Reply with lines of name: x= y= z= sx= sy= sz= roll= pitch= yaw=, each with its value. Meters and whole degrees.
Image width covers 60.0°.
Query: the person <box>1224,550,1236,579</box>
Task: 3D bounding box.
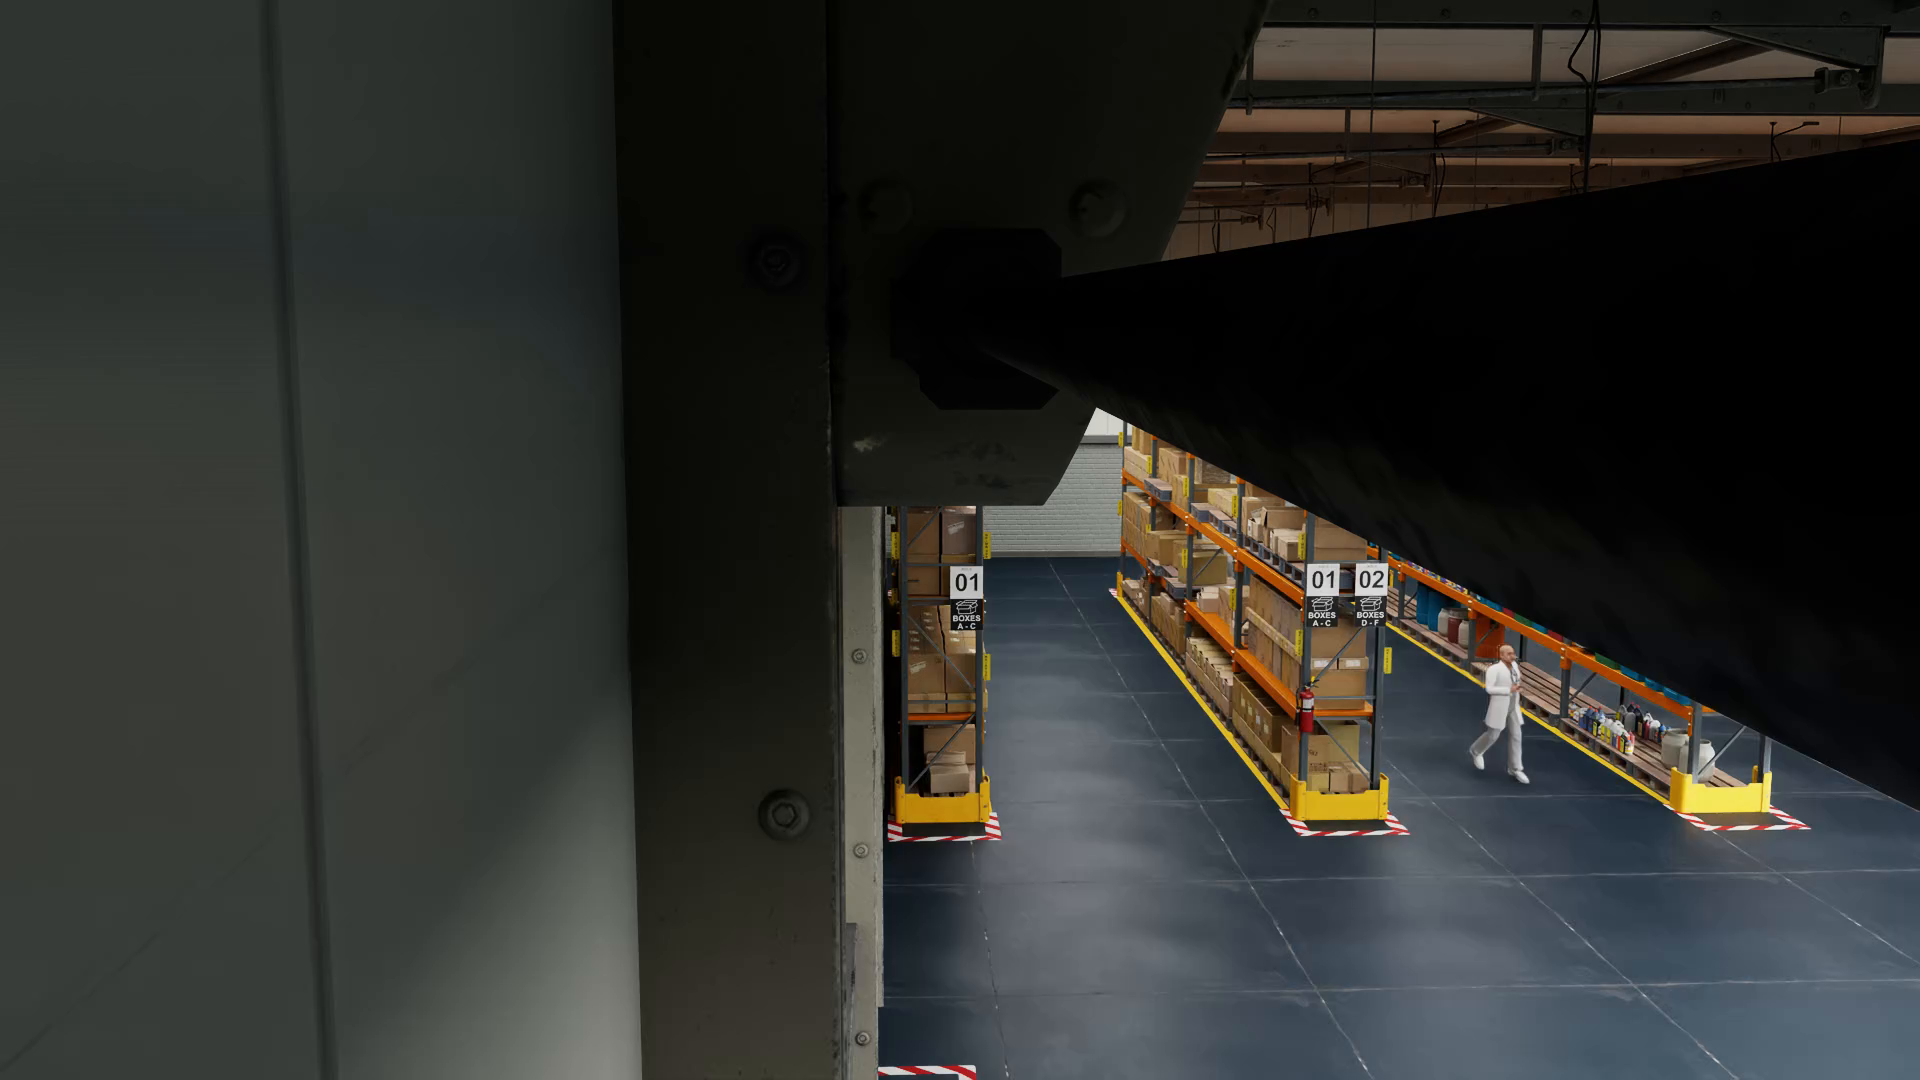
person: x=5.726 y=0.503 z=35.804 sx=0.579 sy=1.623 sz=0.561 roll=-2 pitch=8 yaw=-13

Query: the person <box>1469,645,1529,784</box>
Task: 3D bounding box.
person: x=7.269 y=2.269 z=22.415 sx=0.708 sy=1.762 sz=0.937 roll=-4 pitch=9 yaw=-24
